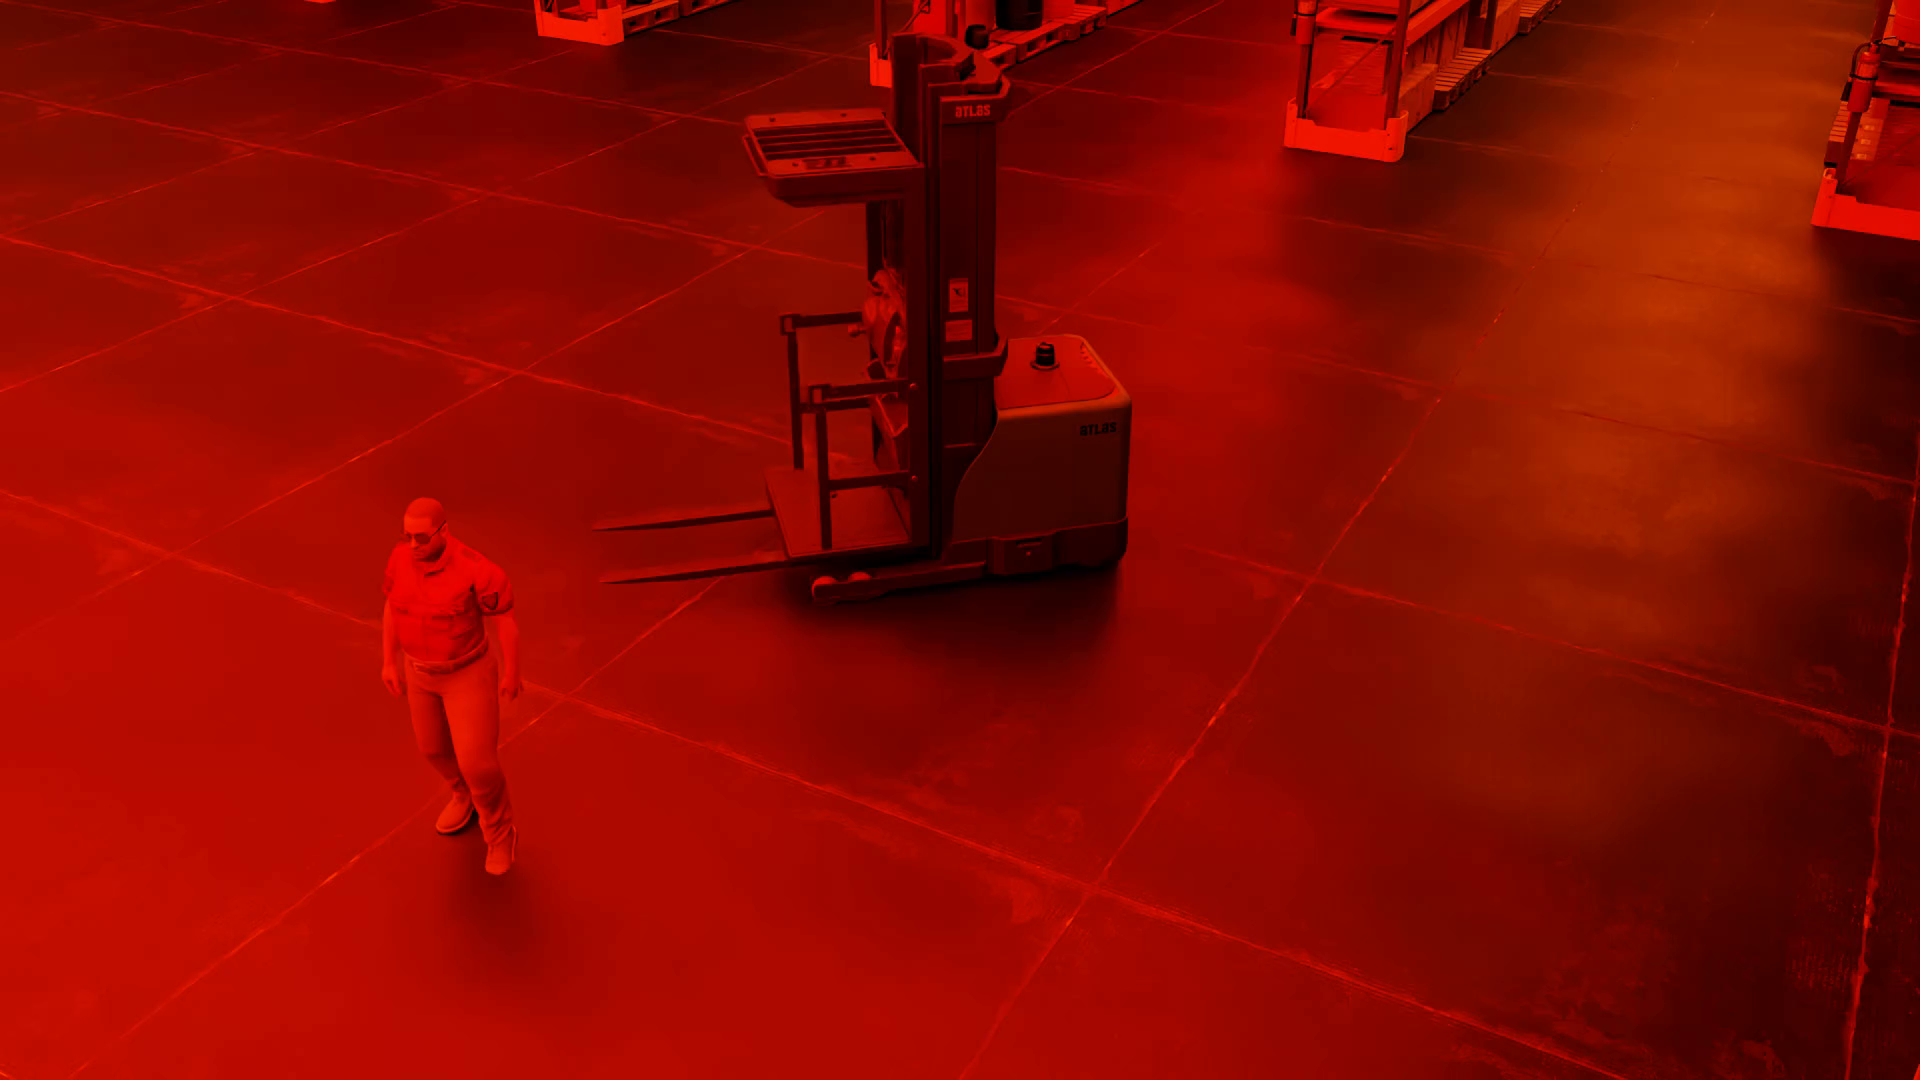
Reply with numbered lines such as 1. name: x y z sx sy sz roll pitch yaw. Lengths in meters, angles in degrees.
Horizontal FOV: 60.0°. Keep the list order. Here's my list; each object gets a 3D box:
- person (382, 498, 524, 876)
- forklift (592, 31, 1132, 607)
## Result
1. person: -2.254 0.637 7.255 0.627 1.779 0.531 10 31 16
2. forklift: -0.600 -1.186 9.126 3.031 2.935 1.130 -7 31 -12
